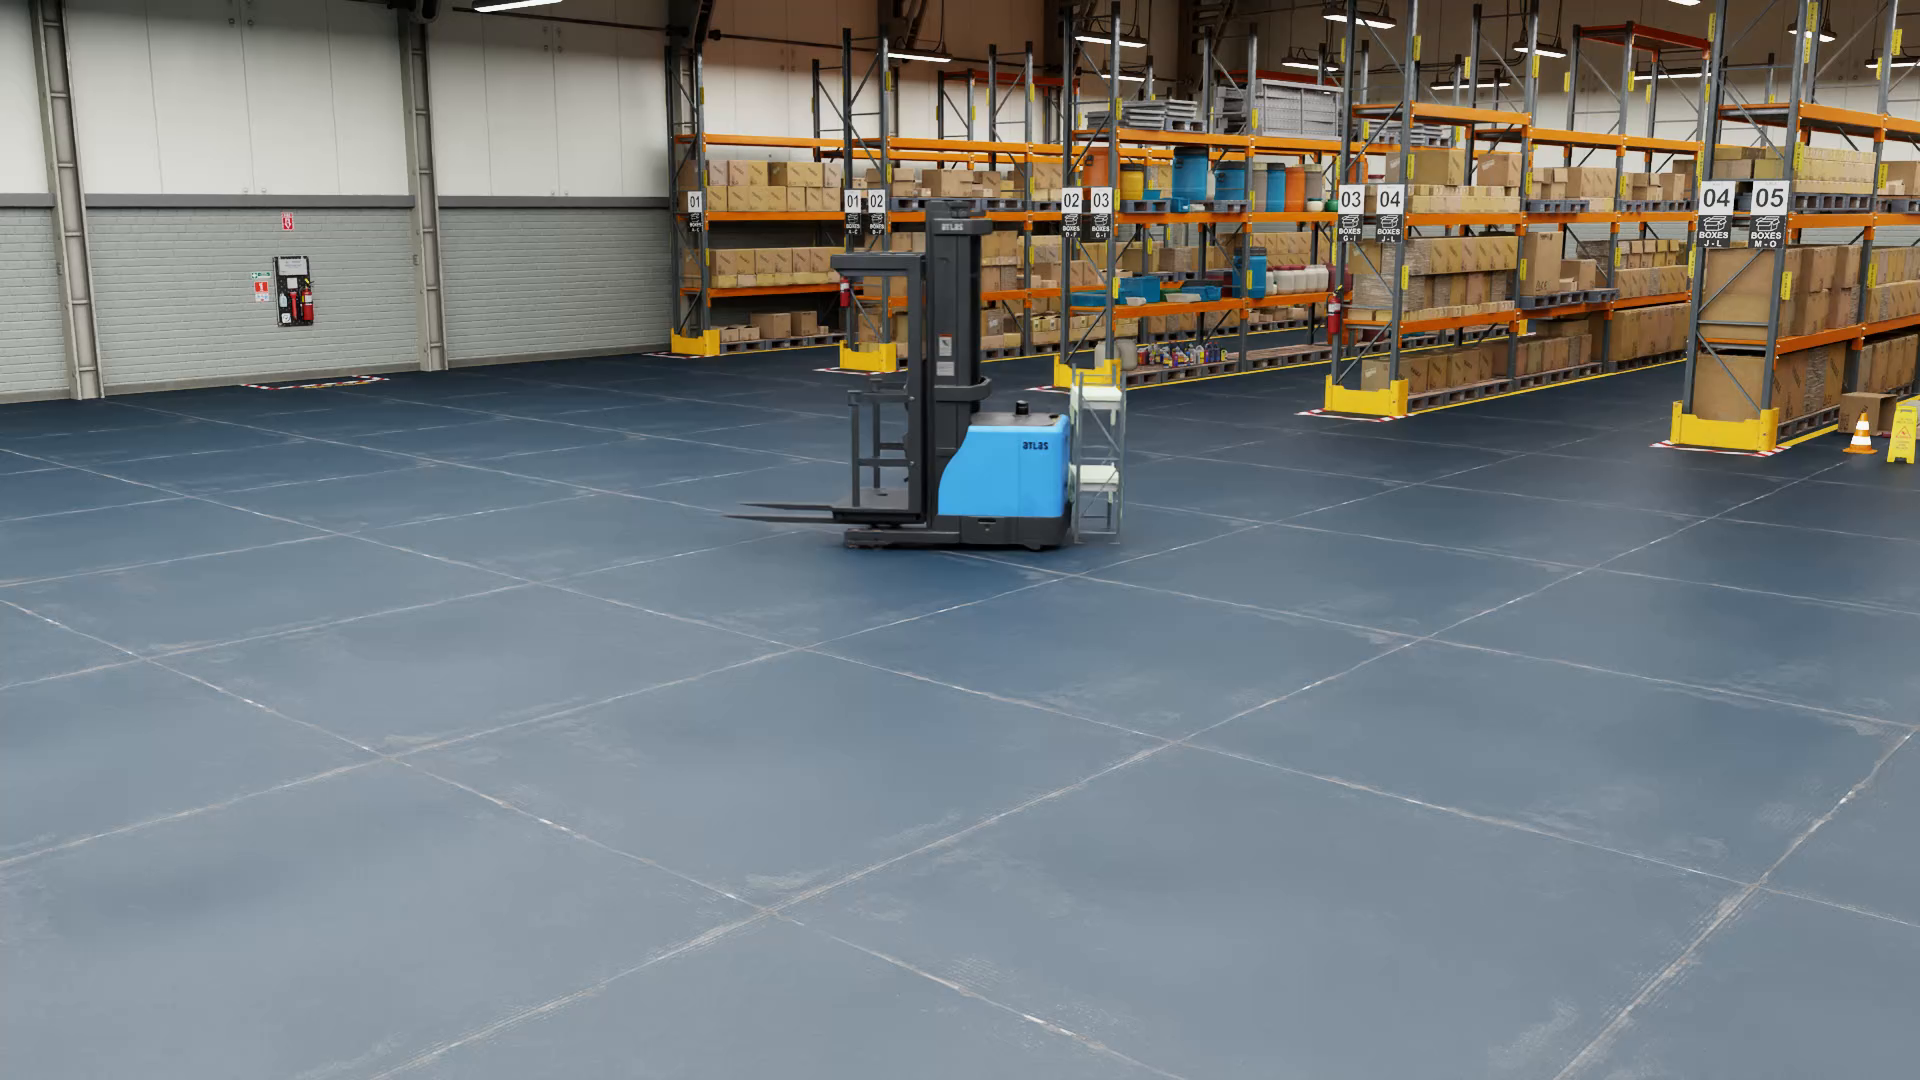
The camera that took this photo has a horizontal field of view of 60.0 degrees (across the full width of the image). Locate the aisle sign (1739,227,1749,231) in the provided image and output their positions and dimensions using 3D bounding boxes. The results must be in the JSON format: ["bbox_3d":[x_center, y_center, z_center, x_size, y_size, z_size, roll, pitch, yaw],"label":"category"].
[{"bbox_3d":[16.613,-6.899,34.959,0.394,0.787,0.004,10,15,40],"label":"aisle sign"}]

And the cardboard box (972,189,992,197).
[{"bbox_3d":[0.389,-6.578,31.541,0.380,0.149,0.250,10,15,40],"label":"cardboard box"}]

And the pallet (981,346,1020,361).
[{"bbox_3d":[0.423,-3.690,32.645,1.003,0.211,1.213,10,15,40],"label":"pallet"}]

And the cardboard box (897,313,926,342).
[{"bbox_3d":[-0.811,-3.929,30.760,0.500,0.500,0.500,10,15,40],"label":"cardboard box"}]

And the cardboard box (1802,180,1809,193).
[{"bbox_3d":[10.072,-4.292,20.197,0.380,0.149,0.250,10,15,41],"label":"cardboard box"}]

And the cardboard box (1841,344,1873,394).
[{"bbox_3d":[12.420,-2.437,23.925,1.050,0.750,0.750,10,15,40],"label":"cardboard box"}]

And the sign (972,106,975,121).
[{"bbox_3d":[0.310,-9.767,38.050,0.100,0.325,0.005,10,15,40],"label":"sign"}]

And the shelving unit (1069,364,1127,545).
[{"bbox_3d":[1.200,-0.772,14.725,0.431,1.500,0.755,1,11,-1],"label":"shelving unit"}]

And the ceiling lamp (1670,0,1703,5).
[{"bbox_3d":[10.400,-9.316,23.473,0.800,3.185,2.000,10,15,40],"label":"ceiling lamp"}]

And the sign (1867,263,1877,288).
[{"bbox_3d":[12.495,-3.623,22.779,0.100,0.325,0.005,10,15,40],"label":"sign"}]

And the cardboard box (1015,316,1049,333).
[{"bbox_3d":[1.439,-4.330,33.247,0.500,0.311,0.500,10,15,41],"label":"cardboard box"}]

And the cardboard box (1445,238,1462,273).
[{"bbox_3d":[7.010,-4.176,24.394,0.500,0.500,0.500,10,15,40],"label":"cardboard box"}]

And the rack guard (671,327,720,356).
[{"bbox_3d":[-5.334,-4.005,33.489,1.175,0.500,0.348,10,15,40],"label":"rack guard"}]

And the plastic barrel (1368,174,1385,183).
[{"bbox_3d":[8.395,-7.140,33.723,0.433,0.535,0.433,0,11,0],"label":"plastic barrel"}]

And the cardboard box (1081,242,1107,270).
[{"bbox_3d":[3.393,-7.317,42.921,0.980,0.700,0.700,9,15,39],"label":"cardboard box"}]

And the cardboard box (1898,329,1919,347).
[{"bbox_3d":[15.355,-3.238,26.658,0.500,0.250,0.500,9,14,38],"label":"cardboard box"}]

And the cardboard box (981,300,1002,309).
[{"bbox_3d":[0.480,-5.640,39.707,0.750,0.750,0.750,10,15,40],"label":"cardboard box"}]

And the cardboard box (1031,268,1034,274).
[{"bbox_3d":[1.655,-6.605,40.710,0.380,0.149,0.250,9,15,39],"label":"cardboard box"}]

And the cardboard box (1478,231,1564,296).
[{"bbox_3d":[9.048,-4.486,26.910,1.000,1.000,1.000,10,15,41],"label":"cardboard box"}]

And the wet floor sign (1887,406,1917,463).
[{"bbox_3d":[10.905,-1.228,19.211,0.267,0.644,0.232,7,13,31],"label":"wet floor sign"}]

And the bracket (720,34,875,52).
[{"bbox_3d":[-3.331,-10.536,35.297,0.076,0.066,4.783,10,15,40],"label":"bracket"}]

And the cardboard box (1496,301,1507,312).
[{"bbox_3d":[8.325,-3.659,26.013,0.380,0.149,0.250,10,15,40],"label":"cardboard box"}]

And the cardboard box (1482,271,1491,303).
[{"bbox_3d":[7.718,-3.955,25.839,0.875,0.500,0.500,10,15,40],"label":"cardboard box"}]

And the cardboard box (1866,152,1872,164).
[{"bbox_3d":[11.908,-5.093,22.170,0.380,0.149,0.250,10,15,40],"label":"cardboard box"}]

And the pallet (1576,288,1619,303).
[{"bbox_3d":[10.668,-4.263,28.887,1.213,0.211,1.003,10,15,40],"label":"pallet"}]

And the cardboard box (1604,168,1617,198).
[{"bbox_3d":[10.932,-6.138,28.596,0.500,0.500,0.500,10,15,42],"label":"cardboard box"}]

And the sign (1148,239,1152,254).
[{"bbox_3d":[4.039,-6.254,35.407,0.100,0.325,0.005,10,15,40],"label":"sign"}]

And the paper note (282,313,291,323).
[{"bbox_3d":[-11.361,-3.744,28.049,0.016,0.148,0.142,10,15,40],"label":"paper note"}]

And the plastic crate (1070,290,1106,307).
[{"bbox_3d":[2.163,-3.979,27.352,0.499,0.251,0.616,10,15,40],"label":"plastic crate"}]

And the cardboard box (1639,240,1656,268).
[{"bbox_3d":[12.424,-5.317,30.858,0.797,0.503,0.637,10,15,42],"label":"cardboard box"}]

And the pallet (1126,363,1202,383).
[{"bbox_3d":[3.418,-2.886,28.624,1.003,0.211,1.213,10,15,40],"label":"pallet"}]

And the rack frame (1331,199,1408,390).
[{"bbox_3d":[5.778,-3.299,23.569,1.000,3.000,0.127,10,15,40],"label":"rack frame"}]

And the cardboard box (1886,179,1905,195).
[{"bbox_3d":[13.472,-5.139,24.140,0.396,0.266,0.258,10,15,40],"label":"cardboard box"}]

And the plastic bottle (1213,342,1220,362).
[{"bbox_3d":[4.489,-3.312,29.277,0.144,0.351,0.185,9,15,39],"label":"plastic bottle"}]

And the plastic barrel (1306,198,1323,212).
[{"bbox_3d":[6.674,-6.302,31.300,0.301,0.262,0.301,0,11,0],"label":"plastic barrel"}]

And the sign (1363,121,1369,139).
[{"bbox_3d":[7.756,-7.830,31.761,0.100,0.325,0.005,10,15,40],"label":"sign"}]

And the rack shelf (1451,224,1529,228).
[{"bbox_3d":[11.299,-7.117,36.864,1.077,0.370,4.000,10,15,40],"label":"rack shelf"}]

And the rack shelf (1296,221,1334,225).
[{"bbox_3d":[7.581,-7.758,40.074,1.077,0.370,4.000,10,15,40],"label":"rack shelf"}]

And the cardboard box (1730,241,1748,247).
[{"bbox_3d":[16.215,-5.987,34.738,0.500,0.500,0.500,10,15,41],"label":"cardboard box"}]

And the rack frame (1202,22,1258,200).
[{"bbox_3d":[4.698,-7.470,29.134,1.000,3.000,0.127,10,15,40],"label":"rack frame"}]

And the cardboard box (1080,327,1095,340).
[{"bbox_3d":[2.447,-4.280,34.429,0.500,0.250,0.500,10,15,41],"label":"cardboard box"}]

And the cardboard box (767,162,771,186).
[{"bbox_3d":[-4.265,-7.562,34.395,0.500,0.500,0.500,10,15,40],"label":"cardboard box"}]

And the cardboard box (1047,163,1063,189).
[{"bbox_3d":[1.775,-7.312,33.400,0.500,0.500,0.500,-10,15,-42],"label":"cardboard box"}]

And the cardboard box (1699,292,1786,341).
[{"bbox_3d":[9.648,-2.777,20.572,0.875,0.550,0.550,10,15,40],"label":"cardboard box"}]

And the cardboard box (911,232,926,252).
[{"bbox_3d":[-0.965,-5.418,30.613,0.700,0.500,0.500,9,15,39],"label":"cardboard box"}]

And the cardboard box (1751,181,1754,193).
[{"bbox_3d":[9.738,-4.413,20.803,0.380,0.149,0.250,10,15,41],"label":"cardboard box"}]

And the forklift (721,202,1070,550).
[{"bbox_3d":[-0.566,-1.461,14.543,3.031,2.935,1.130,2,11,8],"label":"forklift"}]

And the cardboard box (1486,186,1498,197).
[{"bbox_3d":[7.912,-5.275,25.172,0.380,0.149,0.250,9,15,39],"label":"cardboard box"}]

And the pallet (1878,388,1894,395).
[{"bbox_3d":[13.335,-2.167,25.023,1.003,0.211,1.213,10,15,40],"label":"pallet"}]

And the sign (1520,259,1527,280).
[{"bbox_3d":[8.831,-4.243,26.085,0.100,0.325,0.005,10,15,40],"label":"sign"}]

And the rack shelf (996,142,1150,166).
[{"bbox_3d":[2.300,-7.856,33.926,1.077,0.370,4.000,10,15,40],"label":"rack shelf"}]

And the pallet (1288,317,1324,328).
[{"bbox_3d":[8.325,-5.438,41.399,1.003,0.211,1.213,10,15,40],"label":"pallet"}]

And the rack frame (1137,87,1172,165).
[{"bbox_3d":[5.177,-10.516,44.386,1.000,3.000,0.127,10,15,40],"label":"rack frame"}]

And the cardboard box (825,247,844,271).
[{"bbox_3d":[-2.824,-6.003,35.525,0.500,0.500,0.500,10,15,40],"label":"cardboard box"}]

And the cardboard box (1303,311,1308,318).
[{"bbox_3d":[8.392,-5.601,41.204,0.380,0.166,0.250,10,15,40],"label":"cardboard box"}]

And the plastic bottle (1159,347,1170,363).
[{"bbox_3d":[3.576,-3.237,29.090,0.152,0.276,0.135,10,15,40],"label":"plastic bottle"}]

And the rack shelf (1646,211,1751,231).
[{"bbox_3d":[15.019,-6.477,33.658,1.077,0.370,4.000,10,15,40],"label":"rack shelf"}]
